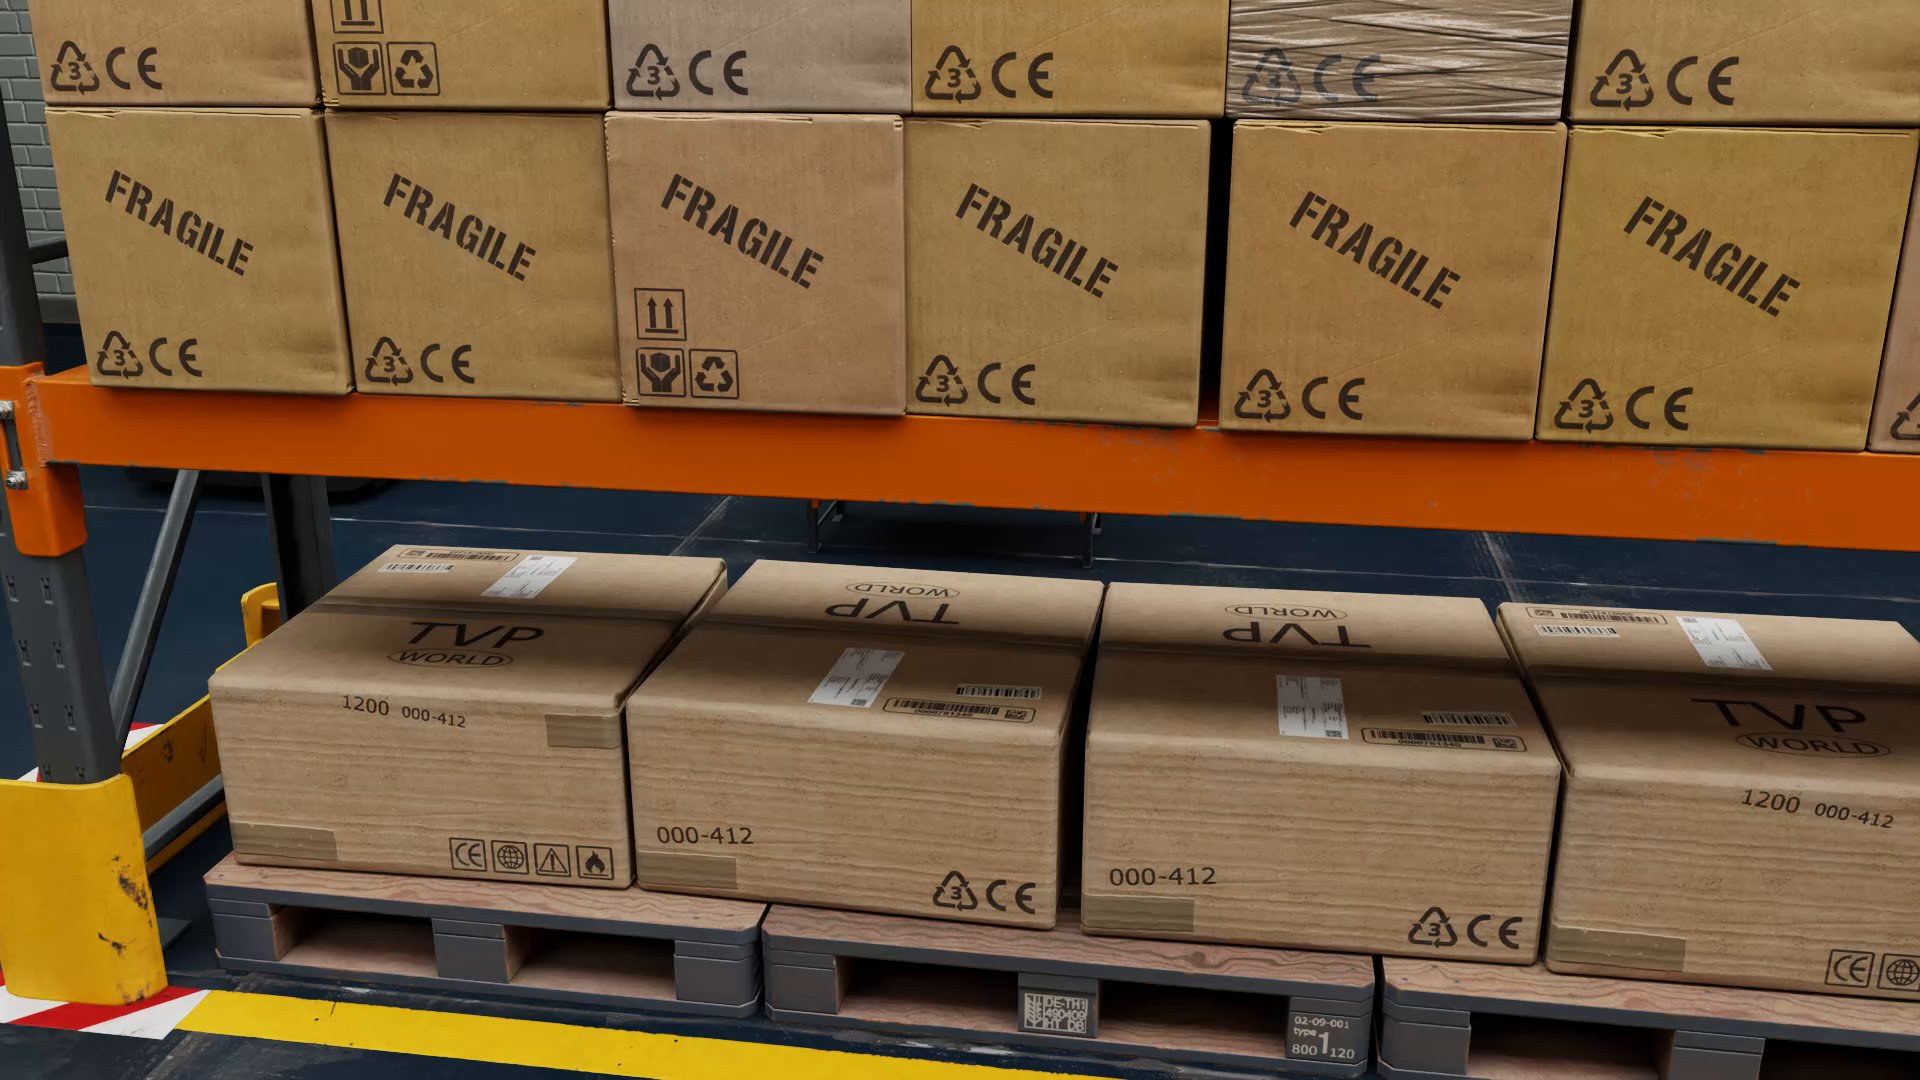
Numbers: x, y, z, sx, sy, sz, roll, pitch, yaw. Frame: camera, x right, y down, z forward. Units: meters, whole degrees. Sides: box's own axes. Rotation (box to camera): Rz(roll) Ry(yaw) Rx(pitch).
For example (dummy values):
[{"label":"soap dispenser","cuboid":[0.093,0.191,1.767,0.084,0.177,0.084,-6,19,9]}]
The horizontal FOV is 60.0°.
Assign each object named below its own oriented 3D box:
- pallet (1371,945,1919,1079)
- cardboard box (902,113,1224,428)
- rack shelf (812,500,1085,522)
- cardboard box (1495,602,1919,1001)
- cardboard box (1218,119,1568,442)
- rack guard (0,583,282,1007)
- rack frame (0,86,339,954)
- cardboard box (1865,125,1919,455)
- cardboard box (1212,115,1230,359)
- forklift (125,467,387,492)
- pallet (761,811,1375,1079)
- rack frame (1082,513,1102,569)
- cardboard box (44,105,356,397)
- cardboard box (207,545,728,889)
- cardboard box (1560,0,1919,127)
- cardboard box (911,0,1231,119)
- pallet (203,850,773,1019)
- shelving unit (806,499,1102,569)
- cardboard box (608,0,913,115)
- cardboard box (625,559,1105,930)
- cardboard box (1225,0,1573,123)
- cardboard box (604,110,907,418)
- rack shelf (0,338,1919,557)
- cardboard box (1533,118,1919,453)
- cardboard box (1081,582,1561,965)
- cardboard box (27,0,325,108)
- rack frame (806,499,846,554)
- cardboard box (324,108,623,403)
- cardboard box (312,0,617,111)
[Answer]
[{"label":"pallet","cuboid":[1.476,0.813,3.541,1.213,0.211,1.003,3,19,9]},{"label":"cardboard box","cuboid":[0.194,-0.513,2.952,0.500,0.500,0.500,4,19,10]},{"label":"rack shelf","cuboid":[-0.007,-0.302,6.203,1.000,0.278,0.538,3,19,9]},{"label":"cardboard box","cuboid":[1.612,0.504,3.446,0.875,0.438,0.875,3,19,8]},{"label":"cardboard box","cuboid":[0.709,-0.482,2.859,0.500,0.500,0.500,3,19,8]},{"label":"rack guard","cuboid":[-1.758,0.536,3.913,0.348,0.500,1.175,3,19,9]},{"label":"rack frame","cuboid":[-1.735,-0.648,3.512,0.127,3.000,1.000,3,19,9]},{"label":"cardboard box","cuboid":[1.716,-0.437,2.725,0.500,0.500,0.500,3,19,9]},{"label":"cardboard box","cuboid":[0.298,-0.679,3.449,0.500,0.500,0.500,3,19,10]},{"label":"forklift","cuboid":[-2.661,-2.010,7.690,1.130,2.935,3.031,3,19,10]},{"label":"pallet","cuboid":[0.268,0.752,3.722,1.213,0.211,1.003,3,19,9]},{"label":"rack frame","cuboid":[0.495,-0.508,6.049,0.032,1.125,0.500,3,19,9]},{"label":"cardboard box","cuboid":[-1.306,-0.581,3.156,0.500,0.500,0.500,3,19,8]},{"label":"cardboard box","cuboid":[-1.067,0.370,3.847,0.875,0.438,0.875,2,19,7]},{"label":"cardboard box","cuboid":[1.205,-0.934,2.633,0.500,0.500,0.500,3,19,8]},{"label":"cardboard box","cuboid":[0.208,-0.984,2.784,0.500,0.500,0.500,3,19,9]},{"label":"pallet","cuboid":[-0.933,0.690,3.908,1.213,0.211,1.003,3,19,9]},{"label":"shelving unit","cuboid":[-0.007,-0.534,6.126,1.048,1.125,0.538,3,19,9]},{"label":"cardboard box","cuboid":[-0.285,-1.009,2.858,0.500,0.500,0.500,3,19,8]},{"label":"cardboard box","cuboid":[-0.162,0.413,3.717,0.875,0.438,0.875,3,19,10]},{"label":"cardboard box","cuboid":[0.701,-0.956,2.700,0.500,0.500,0.500,3,19,9]},{"label":"cardboard box","cuboid":[-0.303,-0.533,3.012,0.500,0.500,0.500,3,19,8]},{"label":"rack shelf","cuboid":[0.240,-0.206,3.326,4.000,0.370,1.077,3,19,9]},{"label":"cardboard box","cuboid":[1.207,-0.462,2.798,0.500,0.500,0.500,2,19,7]},{"label":"cardboard box","cuboid":[0.728,0.459,3.580,0.875,0.438,0.875,2,19,7]},{"label":"cardboard box","cuboid":[-1.306,-1.056,2.999,0.500,0.500,0.500,3,19,7]},{"label":"rack frame","cuboid":[-0.509,-0.559,6.202,0.032,1.125,0.500,3,19,9]},{"label":"cardboard box","cuboid":[-0.802,-0.565,3.106,0.500,0.500,0.500,3,19,8]},{"label":"cardboard box","cuboid":[-0.795,-1.032,2.928,0.500,0.500,0.500,2,19,7]}]
